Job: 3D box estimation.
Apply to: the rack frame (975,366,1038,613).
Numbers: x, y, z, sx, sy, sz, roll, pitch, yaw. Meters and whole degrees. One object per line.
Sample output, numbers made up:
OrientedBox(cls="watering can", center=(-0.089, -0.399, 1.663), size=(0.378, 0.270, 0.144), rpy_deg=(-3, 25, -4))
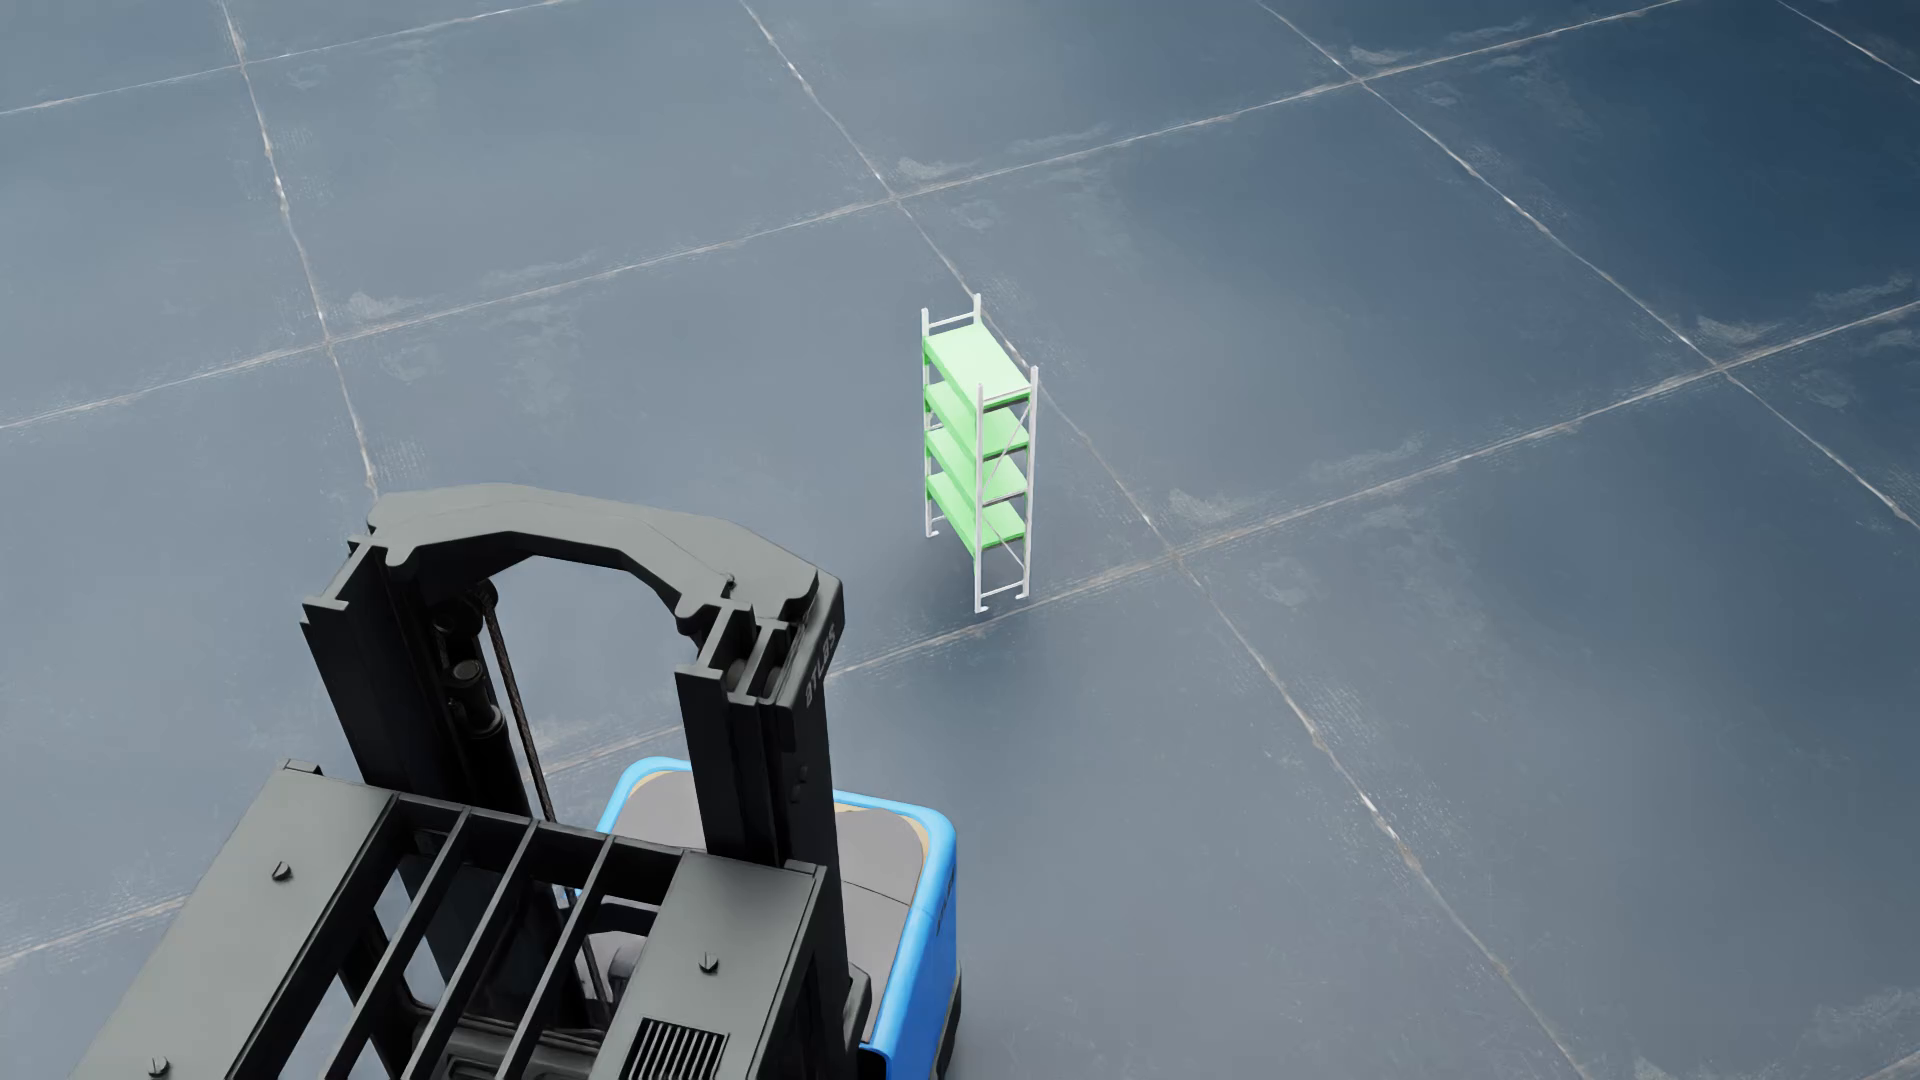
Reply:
OrientedBox(cls="rack frame", center=(0.172, -0.166, 6.433), size=(0.240, 1.200, 0.015), rpy_deg=(-18, 47, -17))

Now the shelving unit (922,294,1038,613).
OrientedBox(cls="shelving unit", center=(0.070, -0.322, 6.591), size=(0.258, 1.200, 0.503), rpy_deg=(-18, 47, -17))

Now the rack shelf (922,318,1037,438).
OrientedBox(cls="rack shelf", center=(0.070, -0.618, 6.298), size=(0.258, 0.148, 0.480), rpy_deg=(-18, 47, -17))

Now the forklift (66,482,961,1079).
OrientedBox(cls="forklift", center=(-0.833, 1.439, 3.574), size=(1.130, 2.935, 3.031), rpy_deg=(9, 45, 9))

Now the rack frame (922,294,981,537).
OrientedBox(cls="rack frame", center=(-0.033, -0.477, 6.748), size=(0.240, 1.200, 0.015), rpy_deg=(-18, 47, -17))

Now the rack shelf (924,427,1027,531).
OrientedBox(cls="rack shelf", center=(0.070, -0.276, 6.635), size=(0.258, 0.148, 0.480), rpy_deg=(-18, 47, -17))

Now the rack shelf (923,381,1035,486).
OrientedBox(cls="rack shelf", center=(0.070, -0.447, 6.467), size=(0.258, 0.148, 0.480), rpy_deg=(-18, 47, -17))

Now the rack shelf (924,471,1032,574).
OrientedBox(cls="rack shelf", center=(0.070, -0.105, 6.804), size=(0.258, 0.148, 0.480), rpy_deg=(-18, 47, -17))
